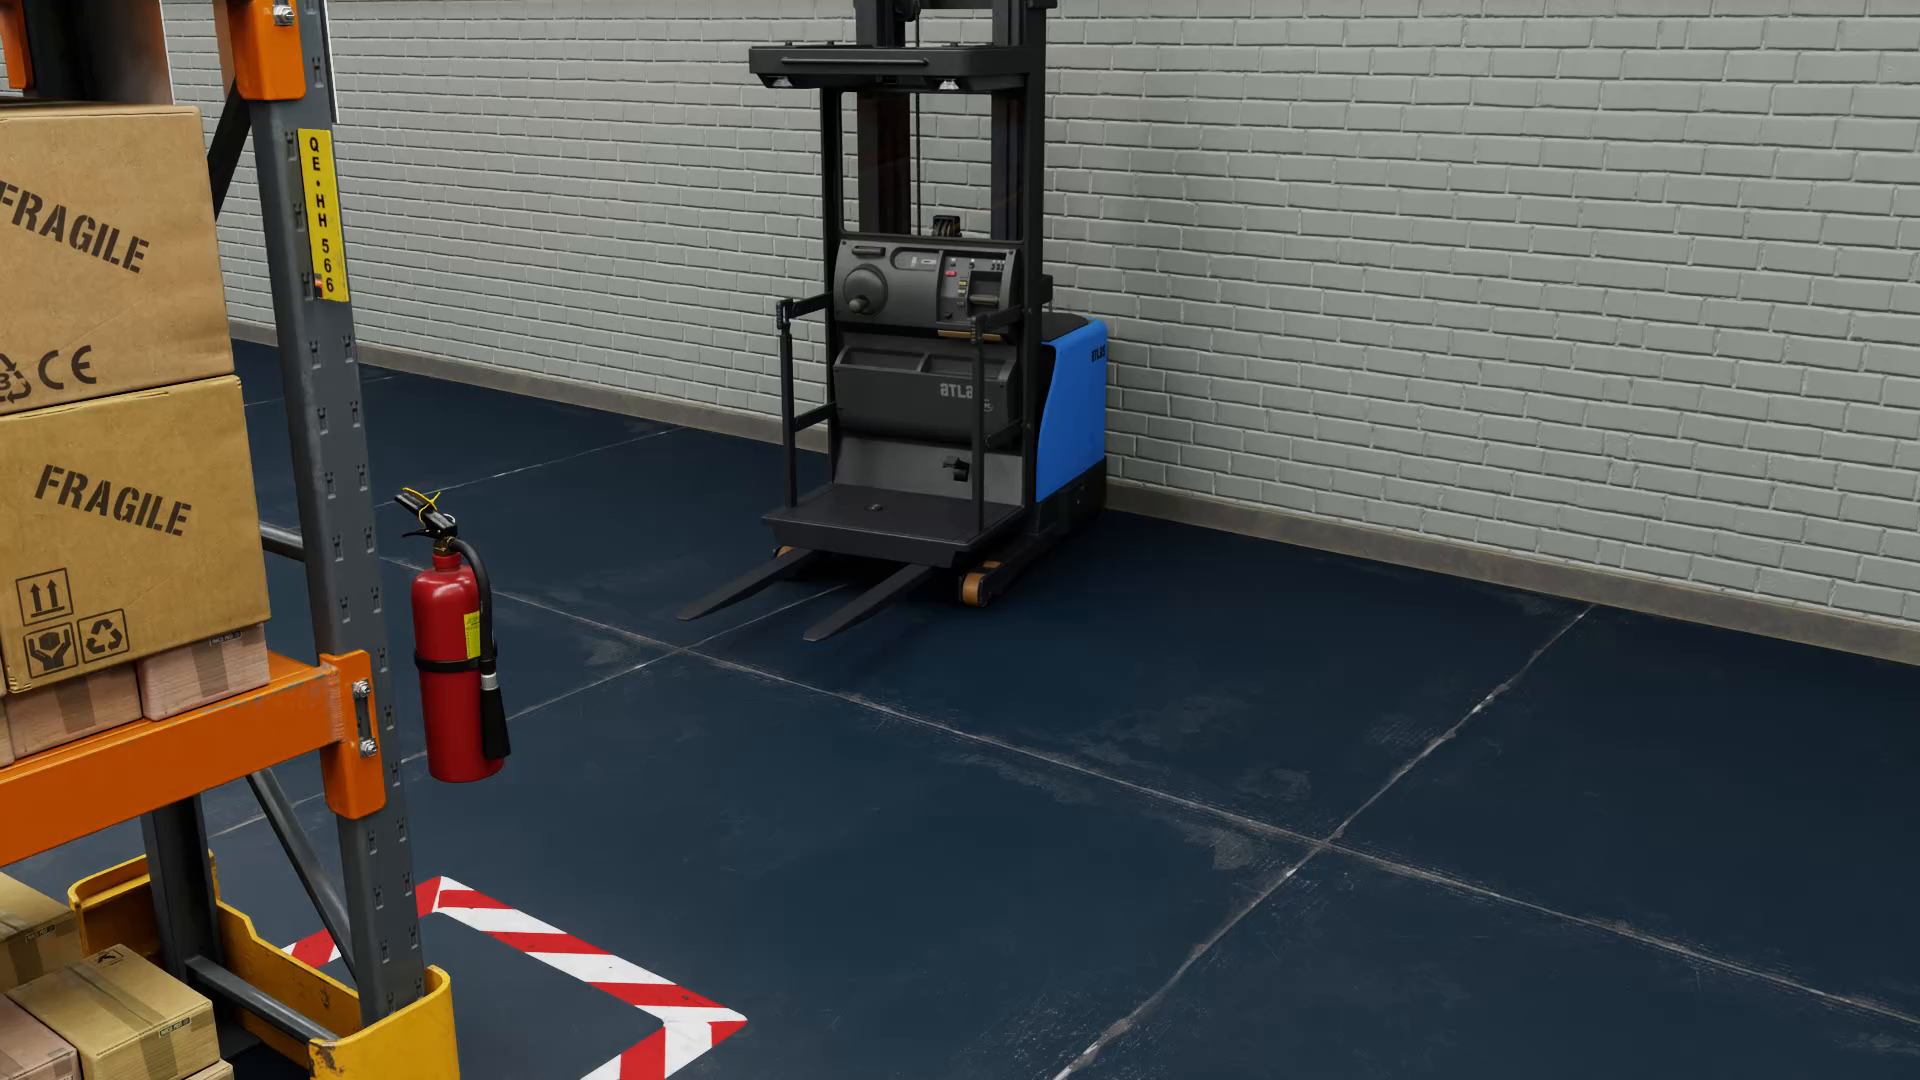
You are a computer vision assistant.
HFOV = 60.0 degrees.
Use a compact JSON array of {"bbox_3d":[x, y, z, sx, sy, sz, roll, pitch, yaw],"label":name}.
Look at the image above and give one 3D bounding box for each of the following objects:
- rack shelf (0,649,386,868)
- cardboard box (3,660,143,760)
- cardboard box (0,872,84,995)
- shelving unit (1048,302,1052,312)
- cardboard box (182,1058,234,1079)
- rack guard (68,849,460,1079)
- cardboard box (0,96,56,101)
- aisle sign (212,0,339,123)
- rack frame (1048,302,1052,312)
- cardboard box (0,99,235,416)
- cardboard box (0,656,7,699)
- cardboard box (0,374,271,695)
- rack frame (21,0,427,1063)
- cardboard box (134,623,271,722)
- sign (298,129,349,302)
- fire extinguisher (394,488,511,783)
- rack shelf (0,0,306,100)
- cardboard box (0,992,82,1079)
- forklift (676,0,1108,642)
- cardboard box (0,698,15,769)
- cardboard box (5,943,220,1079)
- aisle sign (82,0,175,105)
[{"bbox_3d":[-2.859,0.793,2.344,1.077,0.370,4.000,12,21,35],"label":"rack shelf"},{"bbox_3d":[-1.813,0.274,3.228,0.380,0.149,0.250,12,21,35],"label":"cardboard box"},{"bbox_3d":[-2.252,0.915,3.835,0.380,0.149,0.250,11,21,32],"label":"cardboard box"},{"bbox_3d":[0.472,-0.739,9.309,0.258,1.200,0.189,7,15,36],"label":"shelving unit"},{"bbox_3d":[-1.752,1.169,3.520,0.380,0.149,0.250,12,21,33],"label":"cardboard box"},{"bbox_3d":[-1.712,1.185,4.083,1.175,0.500,0.348,12,21,35],"label":"rack guard"},{"bbox_3d":[-2.148,-0.634,3.371,0.500,0.500,0.500,12,21,34],"label":"cardboard box"},{"bbox_3d":[-1.383,-1.232,3.271,0.394,0.787,0.004,12,21,35],"label":"aisle sign"},{"bbox_3d":[0.418,-0.721,9.237,0.240,1.200,0.006,7,15,36],"label":"rack frame"},{"bbox_3d":[-1.740,-0.541,3.071,0.500,0.500,0.500,12,21,34],"label":"cardboard box"},{"bbox_3d":[-2.039,0.058,2.829,0.500,0.500,0.500,12,21,34],"label":"cardboard box"},{"bbox_3d":[-1.728,-0.064,3.221,0.500,0.500,0.500,13,21,36],"label":"cardboard box"},{"bbox_3d":[-1.667,-0.026,3.771,1.000,3.000,0.127,12,21,35],"label":"rack frame"},{"bbox_3d":[-1.634,0.221,3.397,0.380,0.149,0.250,12,21,35],"label":"cardboard box"},{"bbox_3d":[-1.233,-0.627,3.221,0.100,0.325,0.005,12,21,35],"label":"sign"},{"bbox_3d":[-1.146,0.210,3.768,0.296,0.674,0.183,12,21,35],"label":"fire extinguisher"},{"bbox_3d":[-2.859,-0.639,1.899,1.077,0.370,4.000,12,21,35],"label":"rack shelf"},{"bbox_3d":[-1.975,1.071,3.333,0.380,0.149,0.250,13,21,36],"label":"cardboard box"},{"bbox_3d":[-0.260,-1.230,7.762,1.130,2.935,3.031,8,19,23],"label":"forklift"},{"bbox_3d":[-1.950,0.336,3.027,0.380,0.149,0.250,12,21,34],"label":"cardboard box"},{"bbox_3d":[-1.779,1.021,3.493,0.380,0.149,0.250,13,21,35],"label":"cardboard box"},{"bbox_3d":[-1.865,-1.338,3.612,0.394,0.787,0.004,12,21,35],"label":"aisle sign"}]
